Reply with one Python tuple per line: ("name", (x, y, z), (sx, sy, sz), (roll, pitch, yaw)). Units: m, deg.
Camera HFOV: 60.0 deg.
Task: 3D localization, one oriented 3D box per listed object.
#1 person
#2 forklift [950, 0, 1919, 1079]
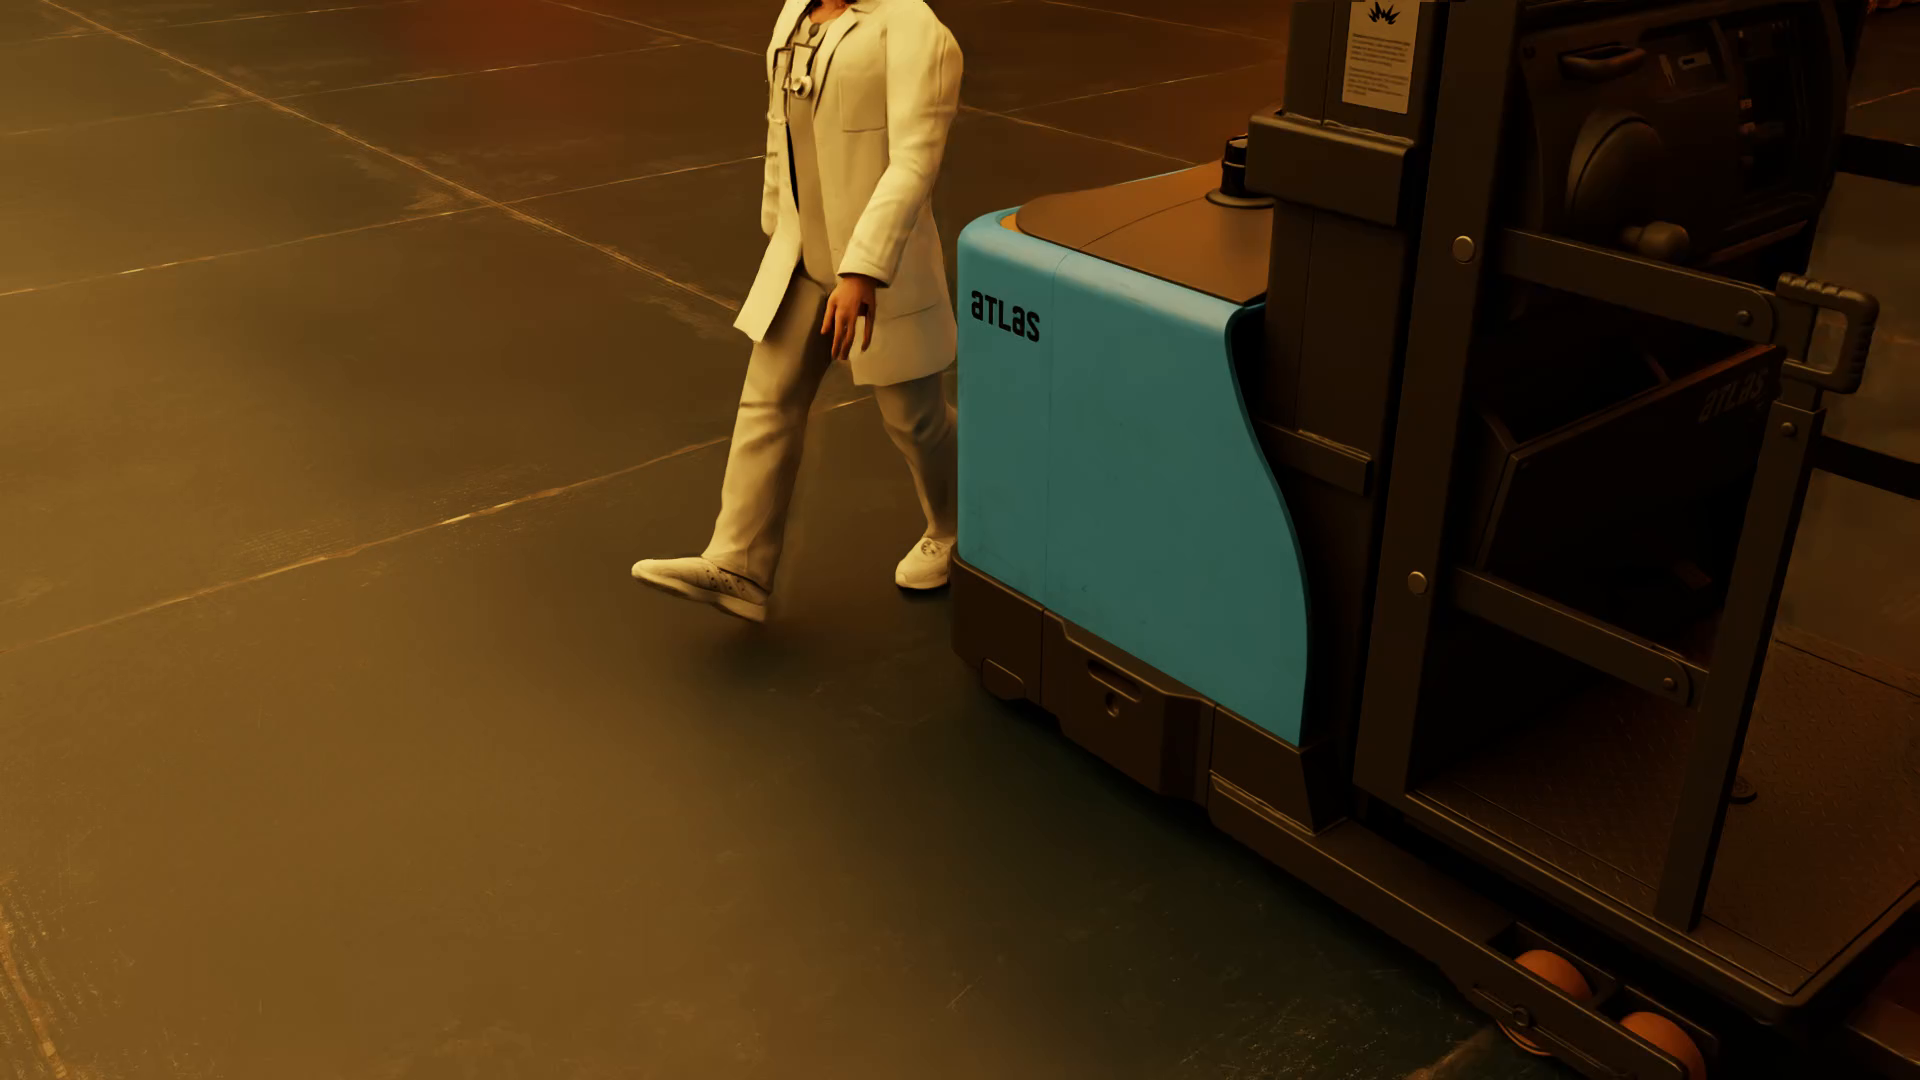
("person", (-0.335, -0.630, 3.835), (0.744, 1.727, 1.002), (21, 33, 36))
("forklift", (1.301, -0.643, 2.499), (1.130, 2.935, 3.031), (-20, 33, -35))
